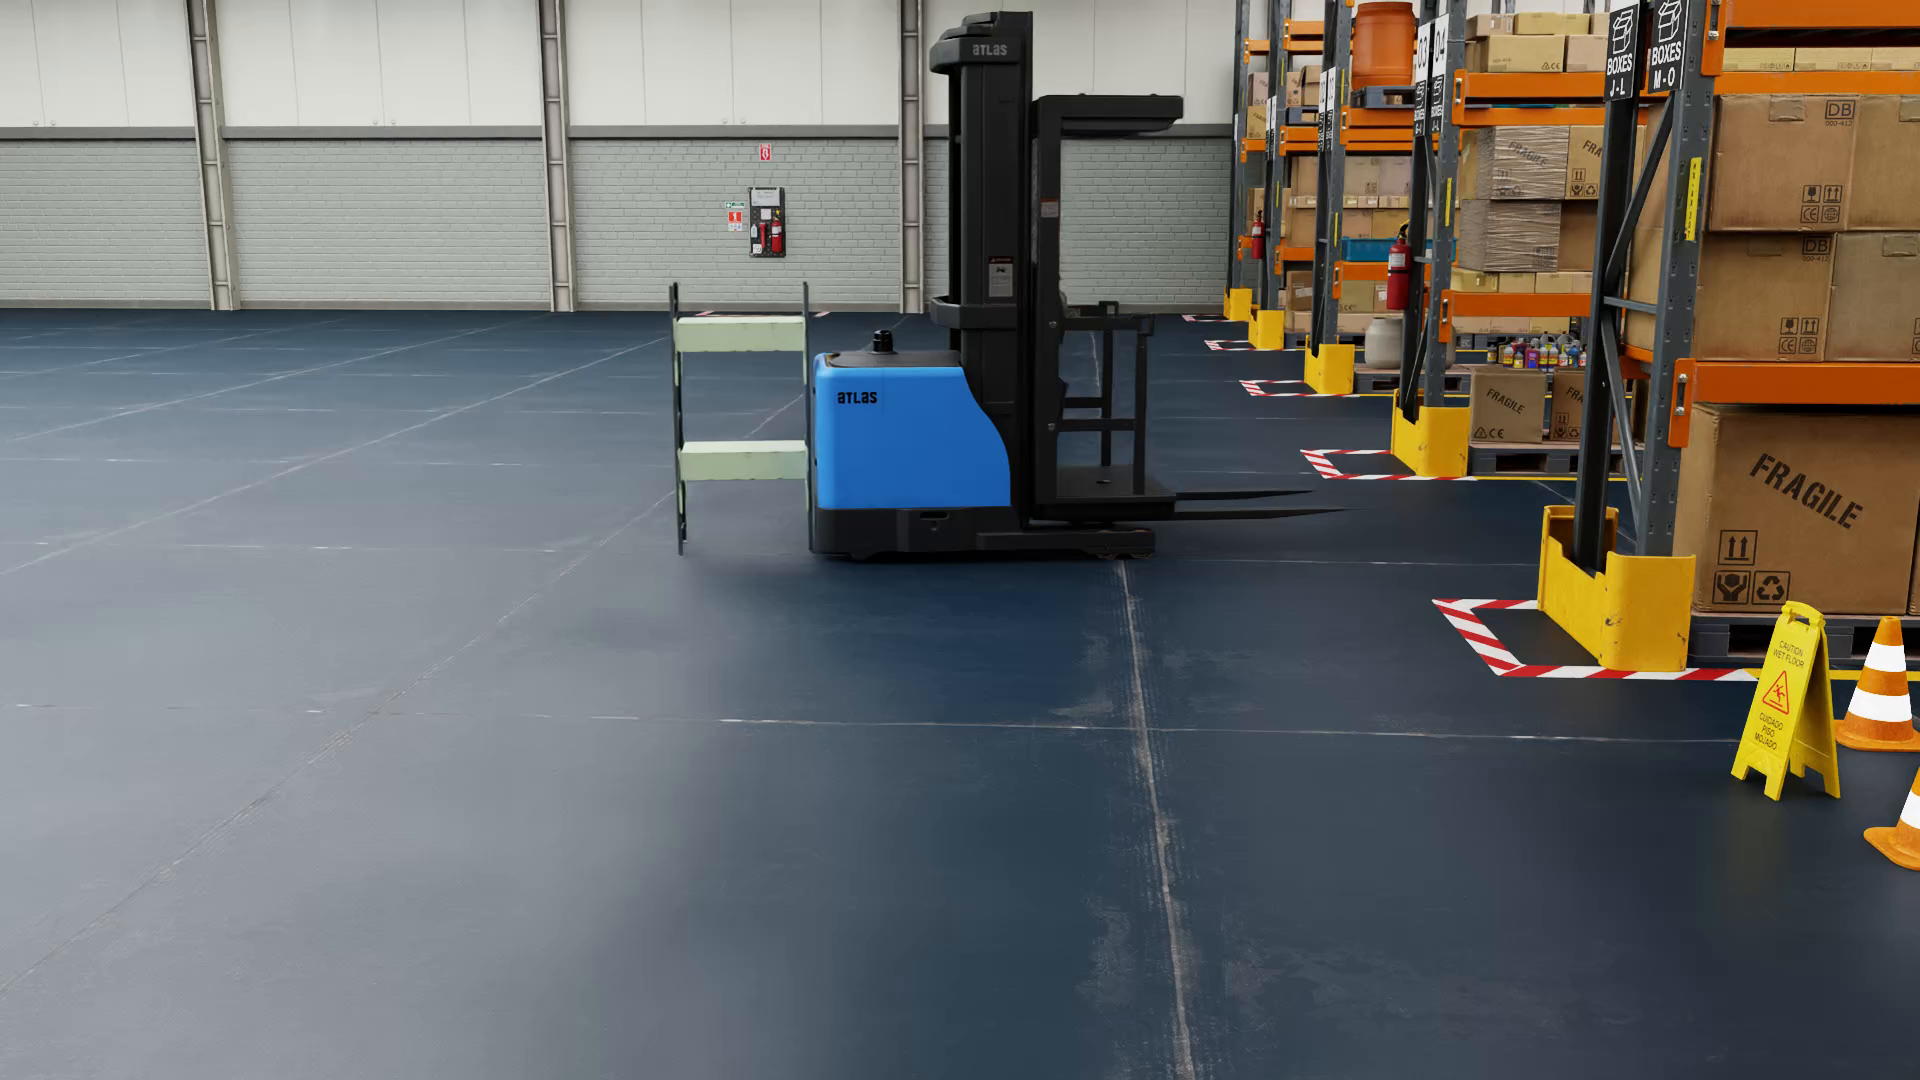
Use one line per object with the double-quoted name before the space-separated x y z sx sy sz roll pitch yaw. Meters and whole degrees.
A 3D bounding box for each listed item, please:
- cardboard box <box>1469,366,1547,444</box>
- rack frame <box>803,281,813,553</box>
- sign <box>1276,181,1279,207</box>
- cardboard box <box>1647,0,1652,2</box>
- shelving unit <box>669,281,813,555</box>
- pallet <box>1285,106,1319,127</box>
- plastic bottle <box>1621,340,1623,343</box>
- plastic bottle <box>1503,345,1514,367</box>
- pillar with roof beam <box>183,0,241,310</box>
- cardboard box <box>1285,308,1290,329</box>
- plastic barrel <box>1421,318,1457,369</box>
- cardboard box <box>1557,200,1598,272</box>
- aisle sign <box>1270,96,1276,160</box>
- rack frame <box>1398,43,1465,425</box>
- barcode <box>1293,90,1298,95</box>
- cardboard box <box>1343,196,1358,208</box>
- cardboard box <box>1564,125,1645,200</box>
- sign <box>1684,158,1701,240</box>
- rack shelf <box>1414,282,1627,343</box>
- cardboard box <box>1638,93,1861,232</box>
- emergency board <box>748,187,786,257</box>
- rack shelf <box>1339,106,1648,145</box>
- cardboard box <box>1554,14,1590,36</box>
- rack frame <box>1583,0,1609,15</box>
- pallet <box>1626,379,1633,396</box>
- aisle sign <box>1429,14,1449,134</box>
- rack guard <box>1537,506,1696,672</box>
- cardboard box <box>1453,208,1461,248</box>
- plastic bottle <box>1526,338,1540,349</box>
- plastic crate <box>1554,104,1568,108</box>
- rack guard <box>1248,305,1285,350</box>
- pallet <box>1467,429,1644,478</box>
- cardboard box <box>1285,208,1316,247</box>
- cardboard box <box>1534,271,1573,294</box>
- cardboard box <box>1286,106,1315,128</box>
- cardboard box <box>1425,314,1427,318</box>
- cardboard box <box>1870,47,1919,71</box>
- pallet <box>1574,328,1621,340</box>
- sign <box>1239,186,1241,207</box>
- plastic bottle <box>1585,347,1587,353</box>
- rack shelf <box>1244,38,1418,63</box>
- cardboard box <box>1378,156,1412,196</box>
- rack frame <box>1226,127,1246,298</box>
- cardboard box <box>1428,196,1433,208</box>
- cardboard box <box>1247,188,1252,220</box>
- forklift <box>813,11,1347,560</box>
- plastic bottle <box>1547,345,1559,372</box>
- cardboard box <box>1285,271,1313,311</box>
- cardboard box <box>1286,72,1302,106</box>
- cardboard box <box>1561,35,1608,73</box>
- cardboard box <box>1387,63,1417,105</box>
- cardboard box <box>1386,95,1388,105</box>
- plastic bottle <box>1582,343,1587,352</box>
"cardboard box" 4.052 -1.007 12.337 0.500 0.500 0.500 3 12 14
"rack frame" -0.865 -0.704 9.469 0.023 1.500 0.400 -1 12 -6
"sign" 4.053 -4.410 21.218 0.005 0.325 0.100 1 12 4
"cardboard box" 4.893 -3.869 11.422 0.500 0.500 0.500 1 12 4
"shelving unit" -1.229 -0.696 9.434 0.755 1.500 0.431 -1 12 -6
"pallet" 4.799 -5.471 21.486 1.213 0.211 1.003 1 12 4
"plastic bottle" 6.965 -1.980 17.300 0.185 0.351 0.144 1 12 4
"plastic bottle" 5.549 -1.841 16.830 0.097 0.271 0.097 0 12 0
"pillar with roof beam" -13.068 -7.543 23.852 0.400 9.000 9.100 1 12 4
"cardboard box" 4.650 -2.974 22.348 0.500 0.250 0.500 1 12 4
"plastic barrel" 4.923 -2.037 17.229 0.421 0.512 0.421 0 12 0
"cardboard box" 4.484 -2.236 12.162 0.500 0.500 0.875 1 12 4
"aisle sign" 4.010 -5.272 21.295 0.004 0.787 0.394 1 12 4
"rack frame" 3.430 -2.037 12.181 0.127 3.000 1.000 1 12 4
"barcode" 4.429 -5.908 21.941 0.075 0.075 0.001 1 12 4
"cardboard box" 4.985 -4.371 21.511 0.250 0.149 0.380 1 12 4
"cardboard box" 4.459 -2.650 11.697 0.500 0.500 0.500 1 12 4
"sign" 2.955 -1.375 6.706 0.005 0.325 0.100 1 12 4
"rack shelf" 5.425 -1.658 12.124 4.000 0.370 1.077 1 12 4
"cardboard box" 3.365 -1.614 7.156 0.550 0.550 0.875 1 12 4
"emergency board" -3.271 -5.364 28.084 0.643 1.169 0.194 1 12 4
"rack shelf" 5.756 -4.138 16.654 4.000 0.370 1.077 1 12 4
"cardboard box" 4.202 -3.575 11.597 0.250 0.149 0.380 1 12 3
"rack frame" 8.087 -6.943 20.980 0.127 3.000 1.000 1 12 4
"pallet" 7.085 -1.647 17.127 1.213 0.211 1.003 1 12 4
"aisle sign" 3.348 -3.249 11.626 0.004 0.787 0.394 1 12 4
"rack guard" 2.974 0.198 7.602 0.348 0.500 1.175 1 12 4
"cardboard box" 6.617 -4.074 21.672 0.500 0.500 0.700 1 12 5
"plastic bottle" 6.011 -1.985 17.508 0.135 0.276 0.152 0 12 2
"plastic crate" 6.196 -4.436 16.841 0.450 0.188 0.336 1 12 4
"rack guard" 4.072 -2.838 22.113 0.348 0.500 1.175 1 12 4
"pallet" 4.314 -0.653 12.374 1.213 0.211 1.003 1 12 4
"cardboard box" 4.561 -4.101 21.803 0.500 0.500 0.700 1 12 4
"cardboard box" 4.195 -1.848 11.890 0.250 0.149 0.380 1 12 4
"cardboard box" 5.273 -6.530 26.039 0.500 0.500 0.500 2 12 8
"cardboard box" 6.112 -2.847 21.742 0.500 0.250 0.500 1 12 4
"cardboard box" 6.428 -3.340 11.447 0.500 0.250 0.500 1 12 5
"pallet" 8.824 -2.639 21.870 1.213 0.211 1.003 1 12 4
"sign" 4.387 -5.386 26.076 0.005 0.325 0.100 1 12 4
"plastic bottle" 6.421 -1.862 16.903 0.133 0.283 0.061 1 12 4
"rack shelf" 6.418 -7.628 26.023 4.000 0.370 1.077 1 12 4
"cardboard box" 5.641 -4.722 21.605 0.500 0.500 0.700 1 12 4
"rack frame" 4.423 -5.073 26.694 0.127 3.000 1.000 1 12 4
"cardboard box" 6.006 -4.357 21.442 0.250 0.149 0.380 1 12 4
"cardboard box" 4.907 -5.413 26.807 0.500 0.500 0.500 1 12 3
"forklift" 0.676 -1.430 9.446 3.031 2.935 1.130 -1 12 -6
"plastic bottle" 5.991 -1.835 16.801 0.097 0.271 0.097 0 12 0
"cardboard box" 4.651 -3.341 22.273 0.500 0.500 0.500 1 12 4
"cardboard box" 5.288 -7.017 25.928 0.500 0.500 0.500 1 12 3
"cardboard box" 4.408 -3.367 11.578 0.500 0.250 0.500 1 12 2
"cardboard box" 5.734 -5.774 21.106 0.500 0.500 0.500 1 12 4
"cardboard box" 5.817 -5.790 21.646 0.500 0.311 0.500 2 12 10
"plastic bottle" 6.624 -1.989 17.512 0.133 0.283 0.061 1 12 6
